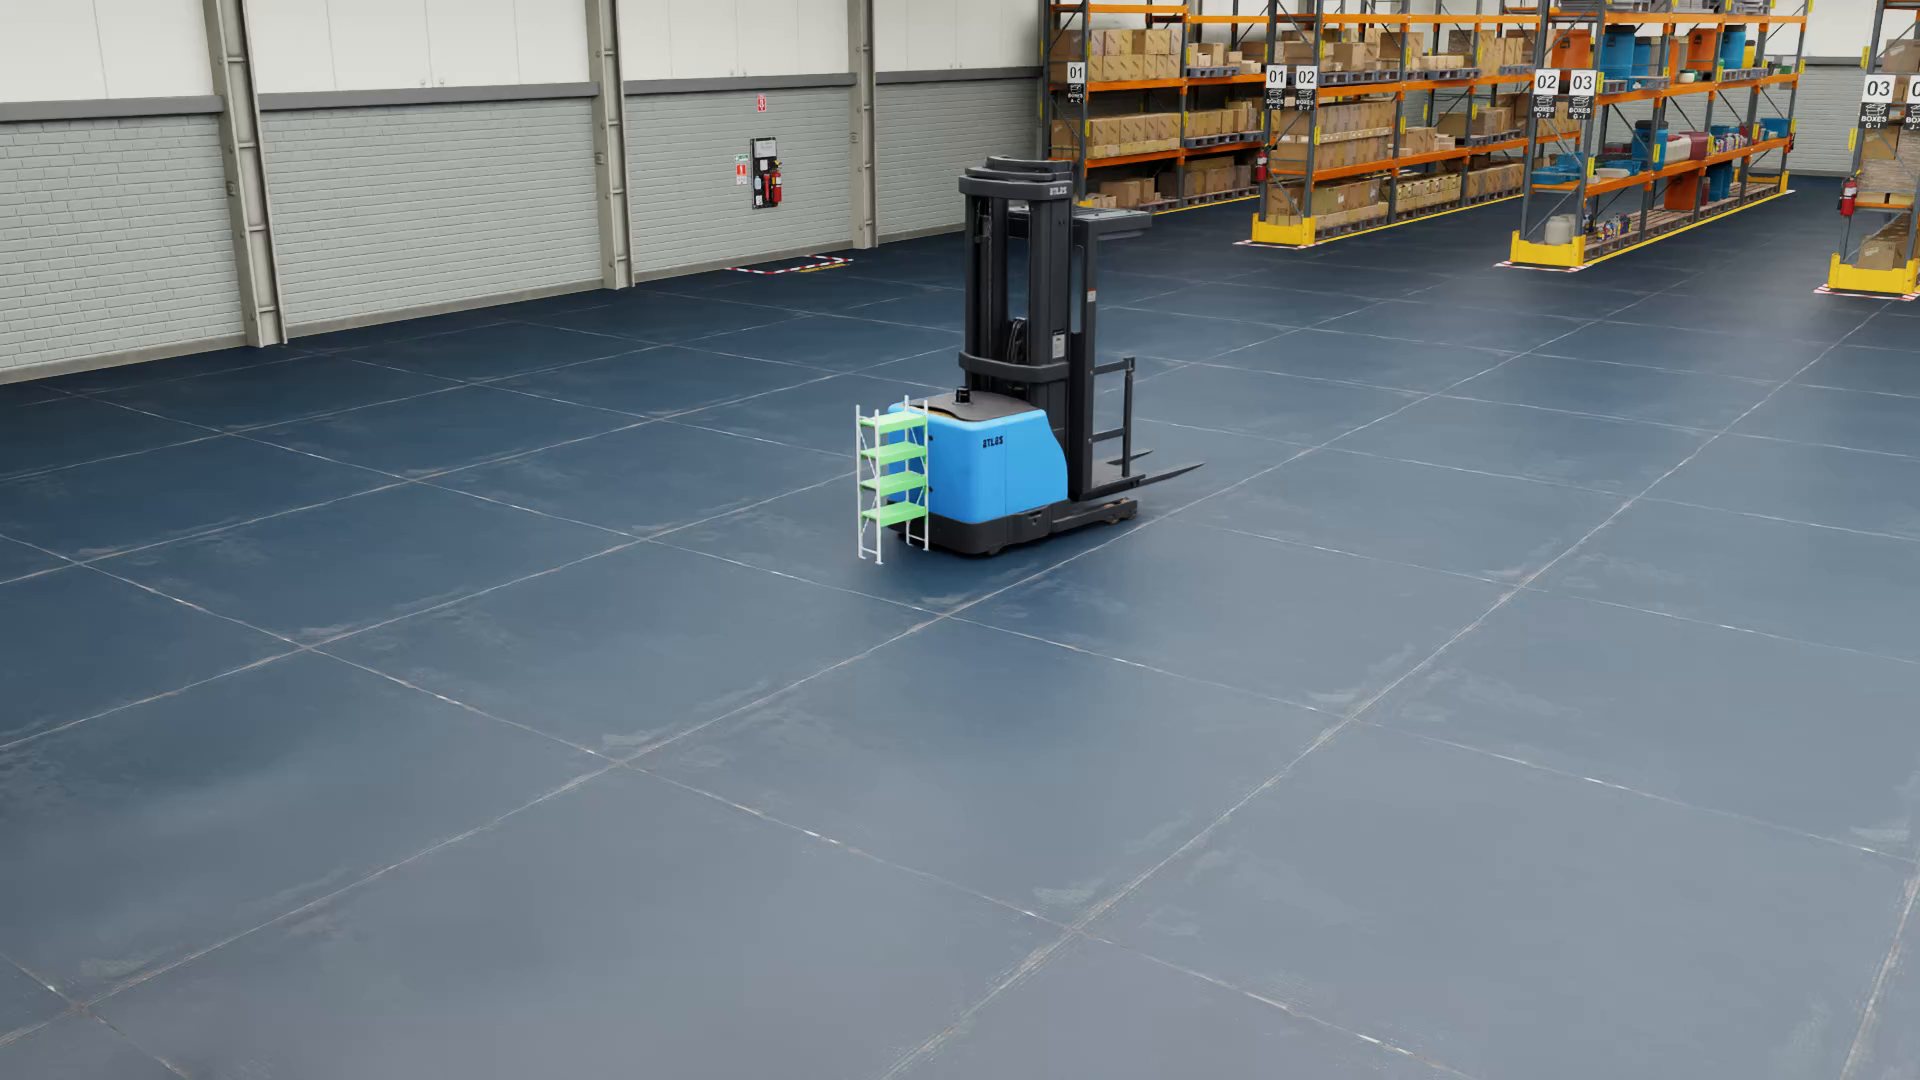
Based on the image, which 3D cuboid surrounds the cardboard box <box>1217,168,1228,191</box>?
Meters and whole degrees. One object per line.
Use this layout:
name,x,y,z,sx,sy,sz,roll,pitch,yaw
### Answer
cardboard box,5.811,-8.434,38.818,0.700,0.500,0.500,12,21,34

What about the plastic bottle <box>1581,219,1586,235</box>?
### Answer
plastic bottle,11.399,-5.744,30.535,0.152,0.276,0.135,12,21,35

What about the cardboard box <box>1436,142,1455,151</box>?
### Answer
cardboard box,10.538,-8.566,36.194,0.380,0.149,0.250,12,21,35

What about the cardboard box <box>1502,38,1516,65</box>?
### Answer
cardboard box,12.497,-11.360,38.665,0.600,0.600,0.600,12,21,34

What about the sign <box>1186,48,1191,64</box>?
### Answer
sign,4.929,-10.456,35.928,0.100,0.325,0.005,12,21,35

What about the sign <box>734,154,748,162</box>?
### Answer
sign,-3.653,-6.383,27.787,0.001,0.109,0.331,12,21,35

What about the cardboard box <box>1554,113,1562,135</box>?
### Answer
cardboard box,14.663,-10.386,41.461,0.500,0.500,0.500,12,21,34

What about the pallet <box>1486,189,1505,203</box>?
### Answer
pallet,12.055,-8.078,38.901,1.003,0.211,1.213,12,21,35

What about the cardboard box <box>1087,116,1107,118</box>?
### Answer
cardboard box,2.828,-8.606,34.854,0.500,0.500,0.500,12,21,33

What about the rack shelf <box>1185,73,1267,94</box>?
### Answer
rack shelf,5.680,-10.436,37.948,1.077,0.370,4.000,12,21,35

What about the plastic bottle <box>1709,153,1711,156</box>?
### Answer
plastic bottle,15.578,-8.134,34.574,0.061,0.283,0.133,12,21,35

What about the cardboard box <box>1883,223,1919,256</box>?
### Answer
cardboard box,15.817,-5.026,27.877,0.500,0.500,0.500,-12,21,-33

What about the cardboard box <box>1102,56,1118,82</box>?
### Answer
cardboard box,2.854,-9.565,33.727,0.500,0.500,0.500,14,22,38

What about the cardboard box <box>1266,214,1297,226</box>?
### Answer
cardboard box,6.168,-6.111,31.793,0.500,0.250,0.500,12,21,35

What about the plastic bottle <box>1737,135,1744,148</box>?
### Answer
plastic bottle,17.236,-8.816,36.783,0.152,0.276,0.135,12,21,35

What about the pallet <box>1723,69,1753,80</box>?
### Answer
pallet,16.150,-9.893,35.305,1.003,0.211,1.213,12,21,35

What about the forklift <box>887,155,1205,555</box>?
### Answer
forklift,0.836,-1.633,13.559,3.031,2.935,1.130,-16,23,-41

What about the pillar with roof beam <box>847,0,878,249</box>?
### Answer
pillar with roof beam,1.710,-8.913,26.772,9.100,9.000,0.400,12,21,35

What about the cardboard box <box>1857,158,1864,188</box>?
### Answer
cardboard box,14.591,-5.749,26.028,0.875,0.500,0.500,12,21,35

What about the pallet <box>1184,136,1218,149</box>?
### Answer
pallet,5.061,-8.936,37.284,1.003,0.211,1.213,12,21,35

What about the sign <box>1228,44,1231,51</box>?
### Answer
sign,6.431,-11.641,39.609,0.100,0.325,0.005,12,21,35

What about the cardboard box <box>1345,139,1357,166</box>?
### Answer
cardboard box,7.294,-7.570,32.393,0.700,0.500,0.500,13,22,36

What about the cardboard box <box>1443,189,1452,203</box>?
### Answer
cardboard box,10.431,-7.545,36.410,0.500,0.250,0.500,12,21,34

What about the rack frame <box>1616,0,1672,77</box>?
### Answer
rack frame,12.445,-9.985,30.225,1.000,3.000,0.127,12,21,35

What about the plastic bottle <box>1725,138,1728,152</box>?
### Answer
plastic bottle,16.399,-8.461,35.630,0.061,0.283,0.133,12,21,35

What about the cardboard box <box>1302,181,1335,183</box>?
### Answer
cardboard box,7.049,-6.829,32.841,0.500,0.500,0.500,12,21,35

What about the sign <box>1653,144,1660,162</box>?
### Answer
sign,12.880,-7.153,30.752,0.100,0.325,0.005,12,21,35

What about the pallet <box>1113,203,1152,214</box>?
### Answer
pallet,3.390,-7.081,35.691,1.003,0.211,1.213,12,21,35

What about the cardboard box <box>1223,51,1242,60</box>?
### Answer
cardboard box,6.258,-11.183,38.936,0.500,0.500,0.500,12,21,35

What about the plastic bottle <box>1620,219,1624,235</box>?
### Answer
plastic bottle,12.115,-5.737,30.499,0.061,0.283,0.133,14,22,38

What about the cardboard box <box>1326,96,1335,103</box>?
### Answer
cardboard box,9.182,-11.177,42.211,0.500,0.250,0.500,13,22,36

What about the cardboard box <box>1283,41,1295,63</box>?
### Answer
cardboard box,7.728,-11.905,40.553,0.700,0.500,0.500,14,22,37

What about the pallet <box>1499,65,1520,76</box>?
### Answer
pallet,12.175,-10.854,38.398,1.213,0.211,1.003,12,21,35

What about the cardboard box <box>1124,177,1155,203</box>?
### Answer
cardboard box,3.902,-7.633,36.239,0.500,0.500,0.500,11,20,31

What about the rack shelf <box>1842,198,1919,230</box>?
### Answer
rack shelf,15.231,-5.425,26.869,1.077,0.370,4.000,12,21,35

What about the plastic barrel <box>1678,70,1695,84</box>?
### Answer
plastic barrel,14.258,-9.095,32.650,0.301,0.262,0.301,0,17,0

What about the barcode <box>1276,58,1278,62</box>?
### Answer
barcode,5.878,-8.911,30.843,0.001,0.075,0.075,12,21,35

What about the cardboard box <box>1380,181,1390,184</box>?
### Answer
cardboard box,8.785,-7.424,35.075,0.500,0.311,0.500,13,22,36

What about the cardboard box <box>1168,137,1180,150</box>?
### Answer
cardboard box,4.450,-8.643,36.236,0.500,0.250,0.500,12,21,35

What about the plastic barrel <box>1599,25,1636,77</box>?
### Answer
plastic barrel,11.766,-8.775,29.831,0.600,0.901,0.708,12,21,35

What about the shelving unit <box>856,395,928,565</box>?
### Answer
shelving unit,-0.513,-0.461,12.704,0.503,1.200,0.258,-16,23,-41

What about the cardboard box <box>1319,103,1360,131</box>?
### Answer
cardboard box,7.313,-8.198,32.230,0.700,0.500,0.500,12,21,35

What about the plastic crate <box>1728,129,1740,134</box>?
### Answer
plastic crate,18.220,-9.541,39.092,0.416,0.233,0.300,12,21,35

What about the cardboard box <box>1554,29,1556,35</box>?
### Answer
cardboard box,14.200,-12.197,40.549,0.700,0.500,0.500,12,21,35

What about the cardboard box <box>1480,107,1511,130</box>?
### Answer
cardboard box,12.774,-10.077,39.759,0.700,0.500,0.500,5,18,16

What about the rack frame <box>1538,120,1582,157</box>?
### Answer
rack frame,15.619,-10.855,43.140,1.000,3.000,0.127,12,21,35

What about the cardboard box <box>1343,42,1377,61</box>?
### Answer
cardboard box,7.957,-9.671,33.157,0.500,0.500,0.500,15,22,39

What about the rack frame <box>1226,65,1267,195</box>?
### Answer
rack frame,6.872,-9.824,39.820,1.000,3.000,0.127,12,21,35

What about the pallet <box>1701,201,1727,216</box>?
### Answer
pallet,15.992,-7.226,36.156,1.003,0.211,1.213,12,21,35

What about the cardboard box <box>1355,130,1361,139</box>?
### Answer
cardboard box,7.566,-7.886,32.316,0.380,0.149,0.250,13,22,36

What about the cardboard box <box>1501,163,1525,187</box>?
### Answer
cardboard box,13.172,-8.750,39.836,0.500,0.500,0.500,12,21,34

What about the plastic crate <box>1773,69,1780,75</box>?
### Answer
plastic crate,18.563,-10.749,38.187,0.437,0.136,0.530,12,21,35

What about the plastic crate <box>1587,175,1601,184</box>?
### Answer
plastic crate,10.853,-6.198,28.589,0.298,0.136,0.250,12,21,35

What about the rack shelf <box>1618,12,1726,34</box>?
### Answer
rack shelf,13.637,-9.927,31.925,1.077,0.370,4.000,12,21,35

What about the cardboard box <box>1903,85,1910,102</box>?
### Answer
cardboard box,14.534,-6.722,25.028,0.500,0.250,0.500,13,22,36
